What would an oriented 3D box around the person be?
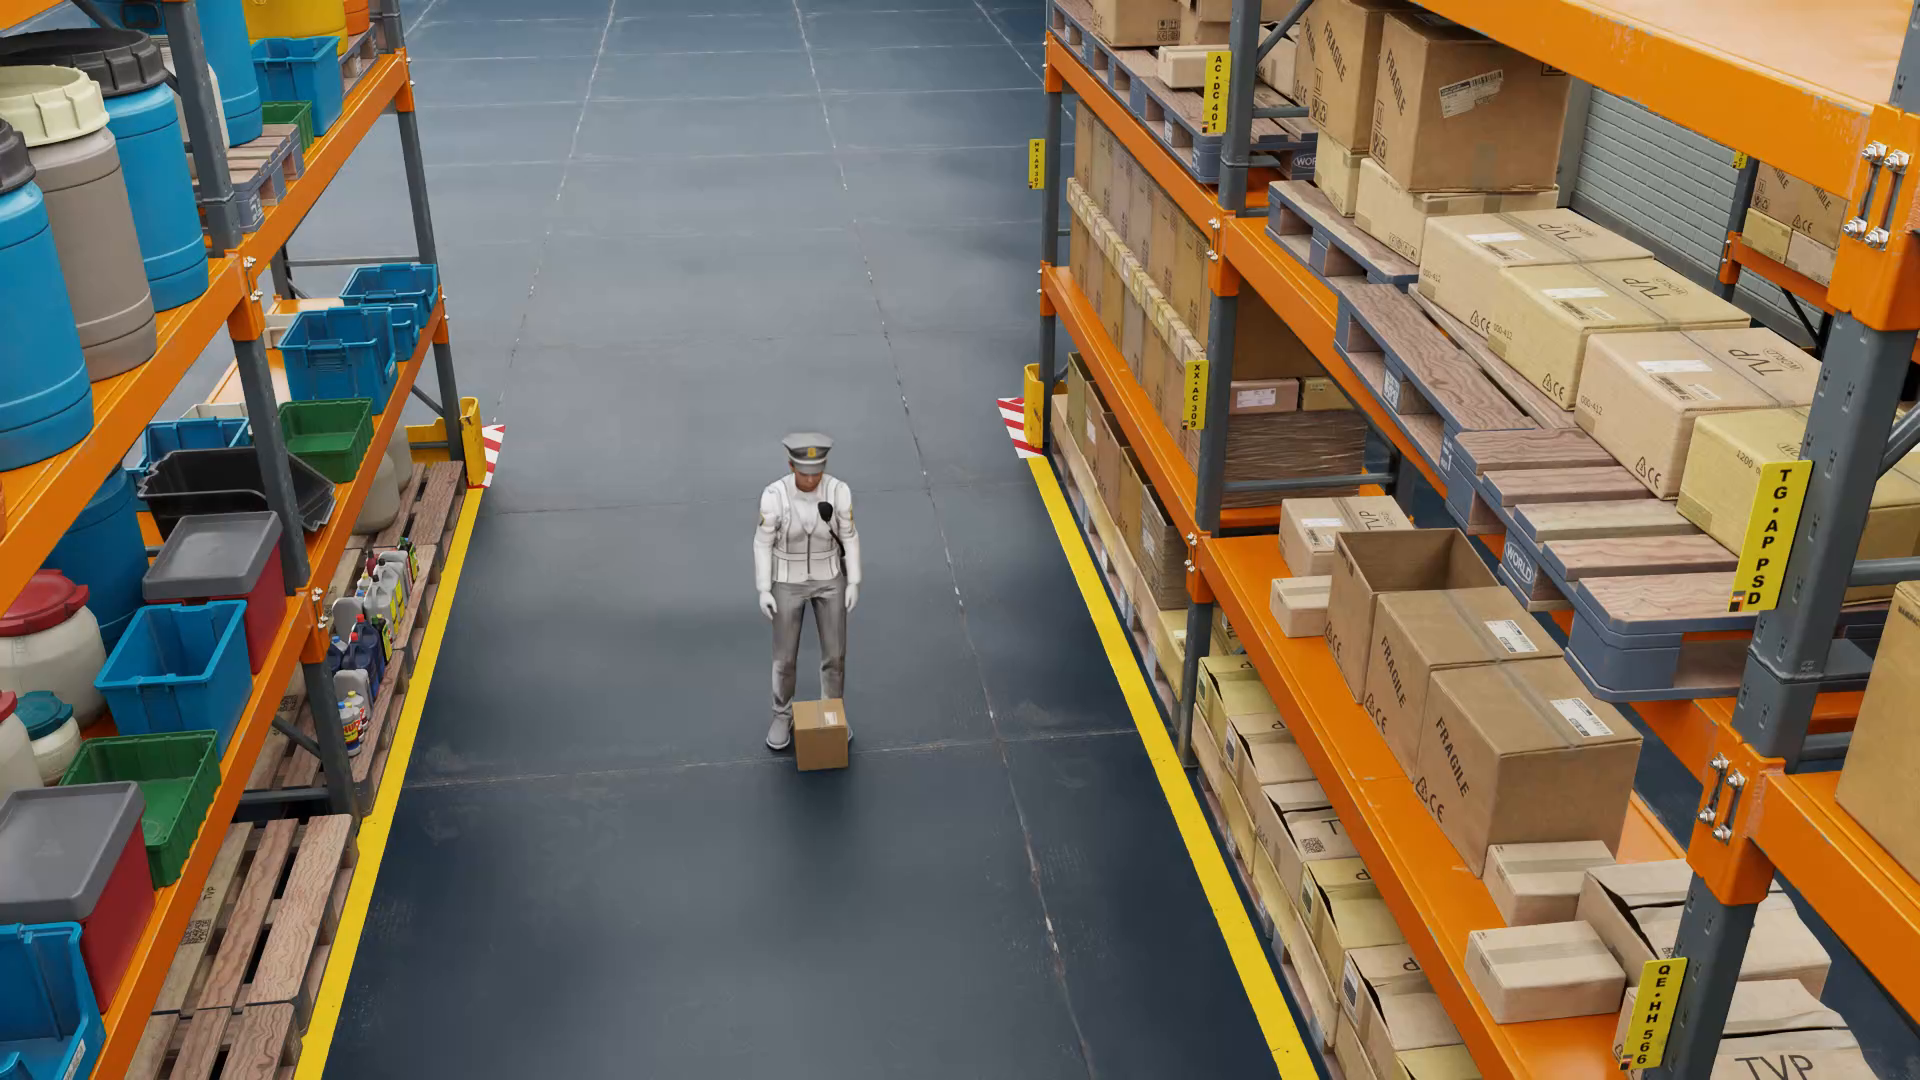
[{"bbox_3d":[-0.739,0.231,8.167,0.522,1.662,0.371,-5,28,-9],"label":"person"}]
